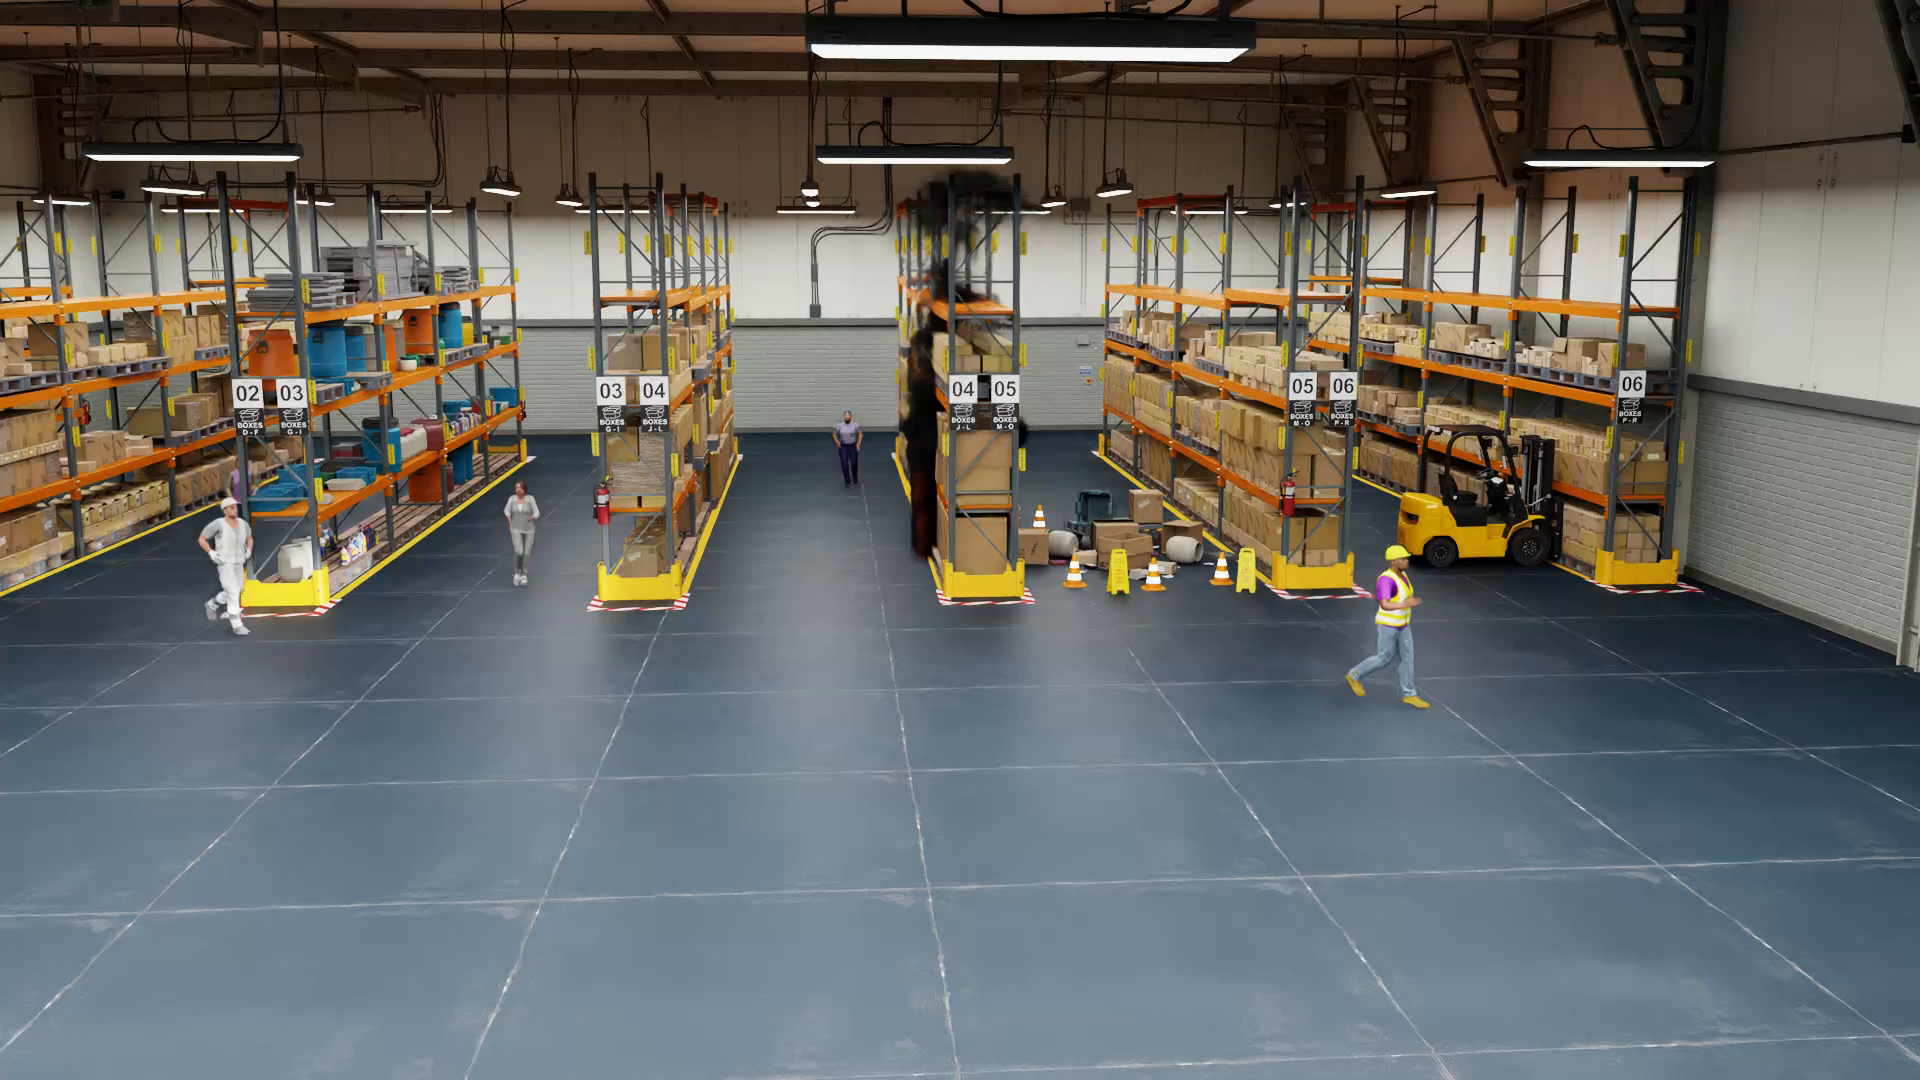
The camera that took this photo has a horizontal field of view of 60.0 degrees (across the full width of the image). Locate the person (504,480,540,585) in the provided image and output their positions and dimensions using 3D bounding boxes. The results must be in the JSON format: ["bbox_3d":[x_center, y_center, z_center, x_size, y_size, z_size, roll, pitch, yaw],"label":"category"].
[{"bbox_3d":[-6.490,-0.054,24.706,0.512,1.487,0.597,-3,10,-15],"label":"person"}]

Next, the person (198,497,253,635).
[{"bbox_3d":[-9.633,0.317,21.932,0.902,1.778,0.696,6,12,30],"label":"person"}]

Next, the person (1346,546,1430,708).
[{"bbox_3d":[4.727,0.924,18.232,0.949,1.757,0.722,8,13,38],"label":"person"}]

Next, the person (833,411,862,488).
[{"bbox_3d":[-2.358,-1.911,34.893,0.622,1.611,0.529,0,10,-2],"label":"person"}]

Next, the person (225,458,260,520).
[{"bbox_3d":[-11.963,-0.618,27.781,0.537,1.554,0.549,-4,11,-21],"label":"person"}]
